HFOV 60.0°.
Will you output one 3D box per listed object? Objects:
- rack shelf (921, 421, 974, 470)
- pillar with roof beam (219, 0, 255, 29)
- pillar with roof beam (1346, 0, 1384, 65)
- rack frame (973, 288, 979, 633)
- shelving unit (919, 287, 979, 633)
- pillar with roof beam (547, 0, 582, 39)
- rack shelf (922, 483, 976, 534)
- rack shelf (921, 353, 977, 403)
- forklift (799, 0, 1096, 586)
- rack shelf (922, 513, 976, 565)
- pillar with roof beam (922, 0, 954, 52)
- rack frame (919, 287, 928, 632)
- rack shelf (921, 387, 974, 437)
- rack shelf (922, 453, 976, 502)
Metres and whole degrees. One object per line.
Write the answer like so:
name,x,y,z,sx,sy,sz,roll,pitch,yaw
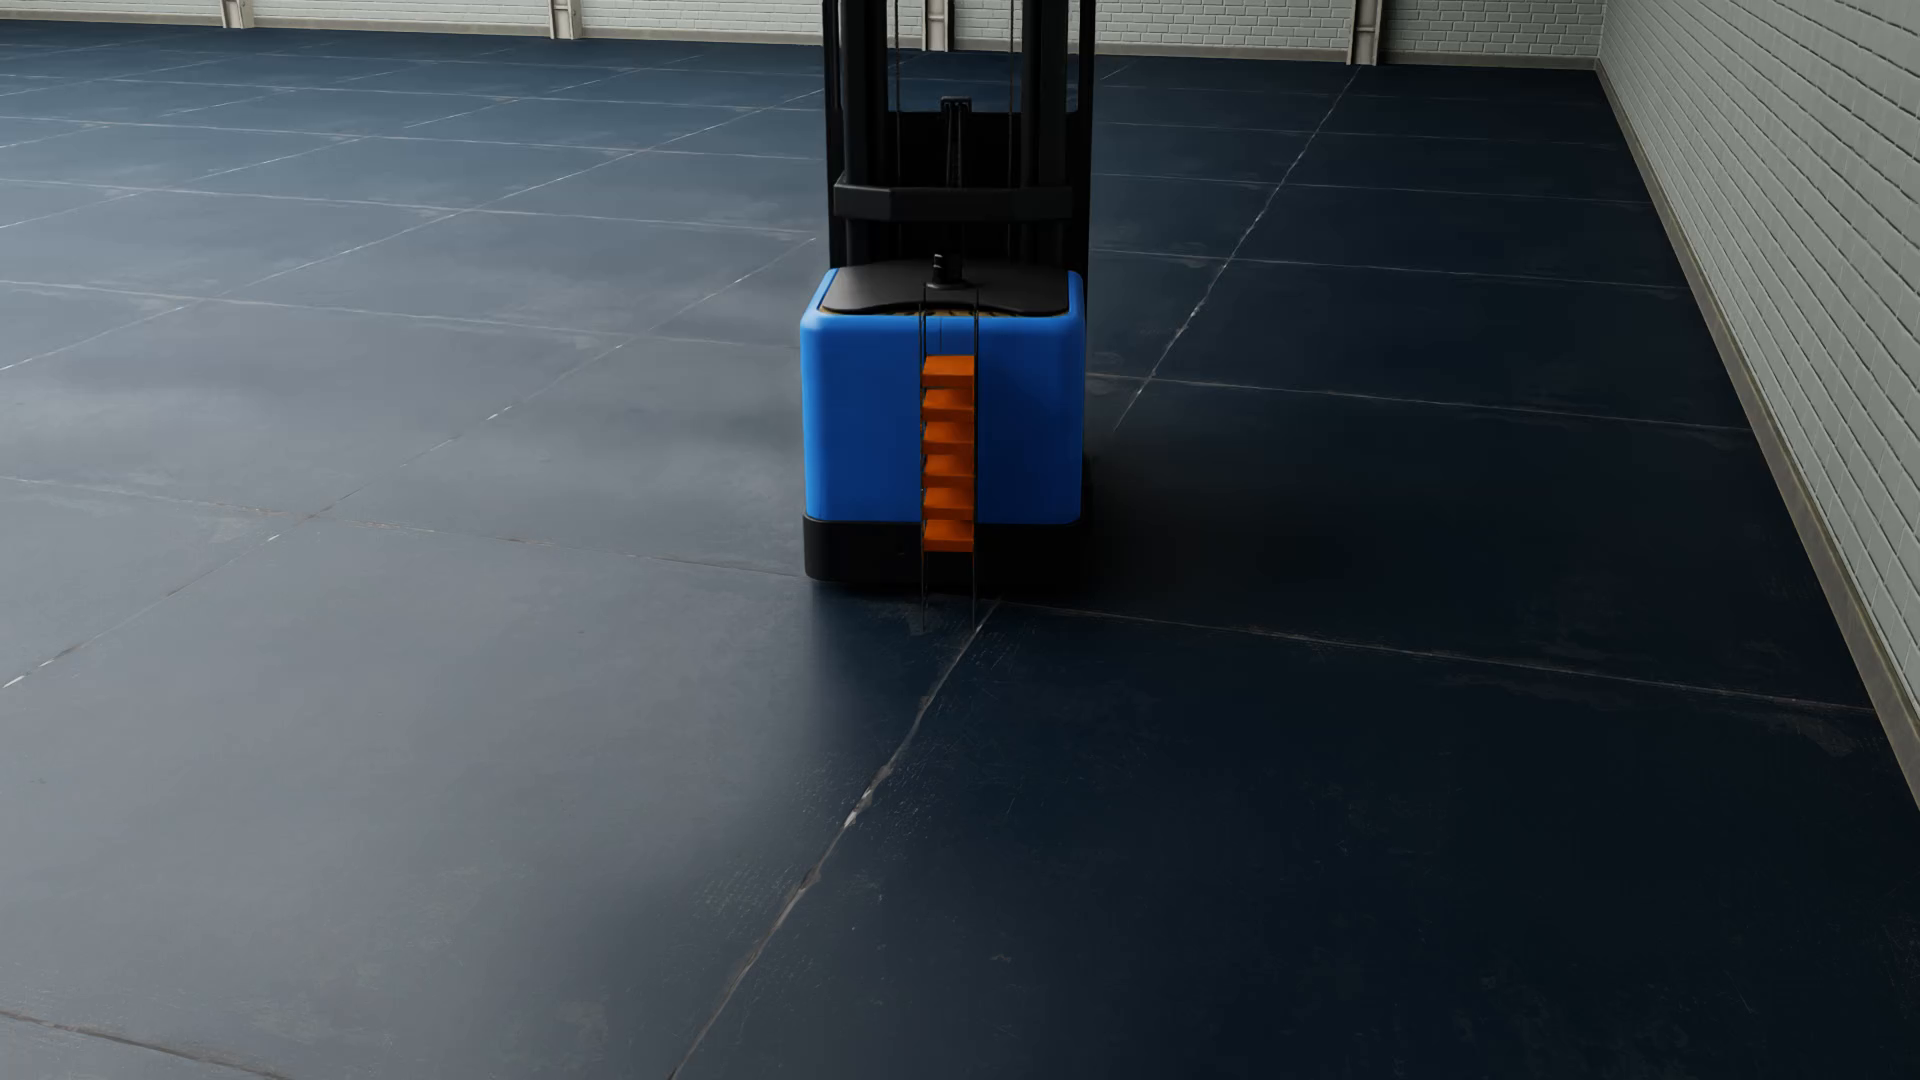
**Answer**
rack shelf,-0.036,-0.338,5.813,0.180,0.103,0.258,1,22,3
pillar with roof beam,-13.047,-10.999,21.727,0.400,9.000,9.100,7,23,16
pillar with roof beam,4.186,-9.026,16.916,0.400,9.000,9.100,7,23,16
rack frame,0.055,-0.266,5.838,0.006,1.200,0.240,1,22,3
shelving unit,-0.036,-0.268,5.842,0.189,1.200,0.258,1,22,3
pillar with roof beam,-7.303,-10.341,20.123,0.400,9.000,9.100,7,23,16
rack shelf,-0.036,-0.116,5.904,0.180,0.103,0.258,1,22,3
rack shelf,-0.036,-0.560,5.722,0.180,0.103,0.258,1,22,3
forklift,0.009,-1.700,7.052,1.130,2.935,3.031,1,22,3
rack shelf,-0.036,-0.005,5.950,0.180,0.103,0.258,1,22,3
pillar with roof beam,-1.559,-9.683,18.520,0.400,9.000,9.100,7,23,16
rack frame,-0.127,-0.270,5.846,0.006,1.200,0.240,1,22,3
rack shelf,-0.036,-0.449,5.767,0.180,0.103,0.258,1,22,3
rack shelf,-0.036,-0.227,5.859,0.180,0.103,0.258,1,22,3
